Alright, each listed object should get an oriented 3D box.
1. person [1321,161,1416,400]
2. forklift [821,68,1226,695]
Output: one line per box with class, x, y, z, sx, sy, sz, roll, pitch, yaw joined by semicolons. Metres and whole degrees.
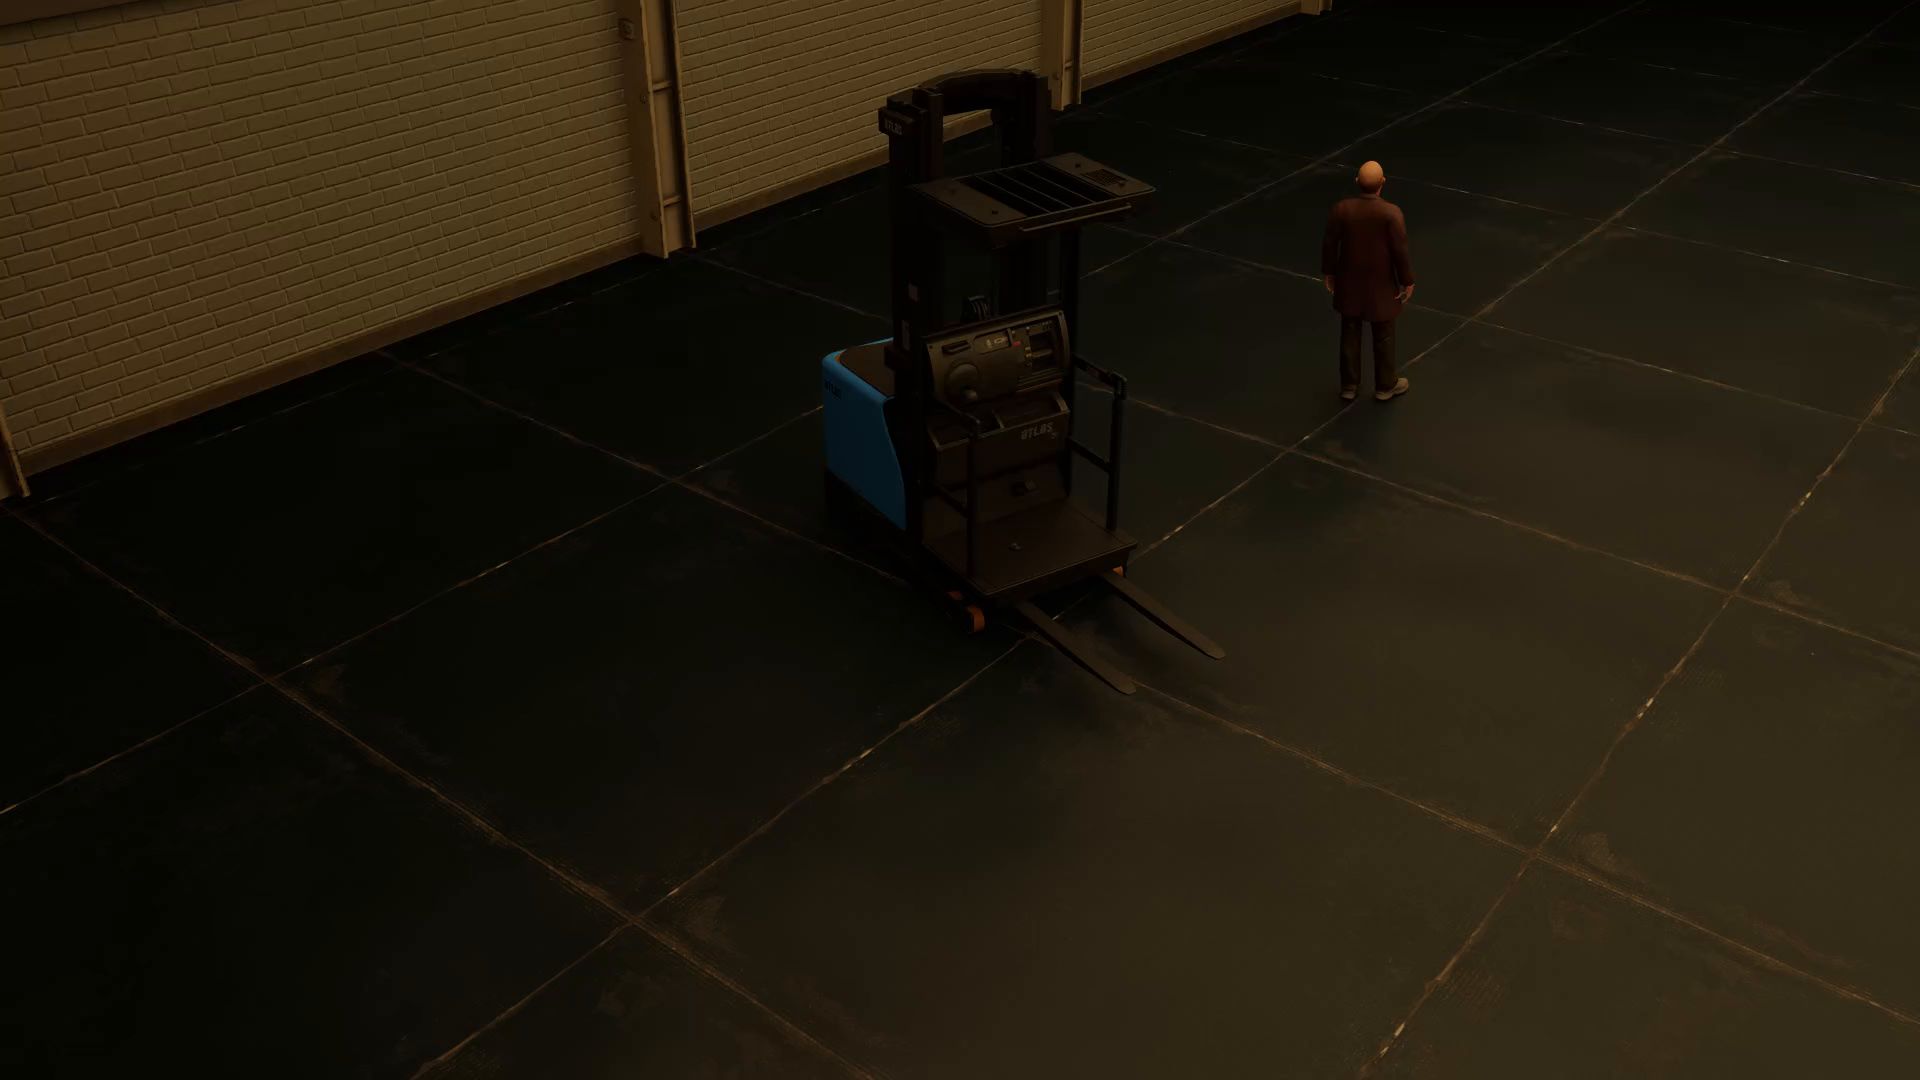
person;2.946;-1.878;11.937;0.698;1.777;0.580;18;35;28
forklift;0.340;-0.998;9.303;1.130;2.935;3.031;-18;35;-28
